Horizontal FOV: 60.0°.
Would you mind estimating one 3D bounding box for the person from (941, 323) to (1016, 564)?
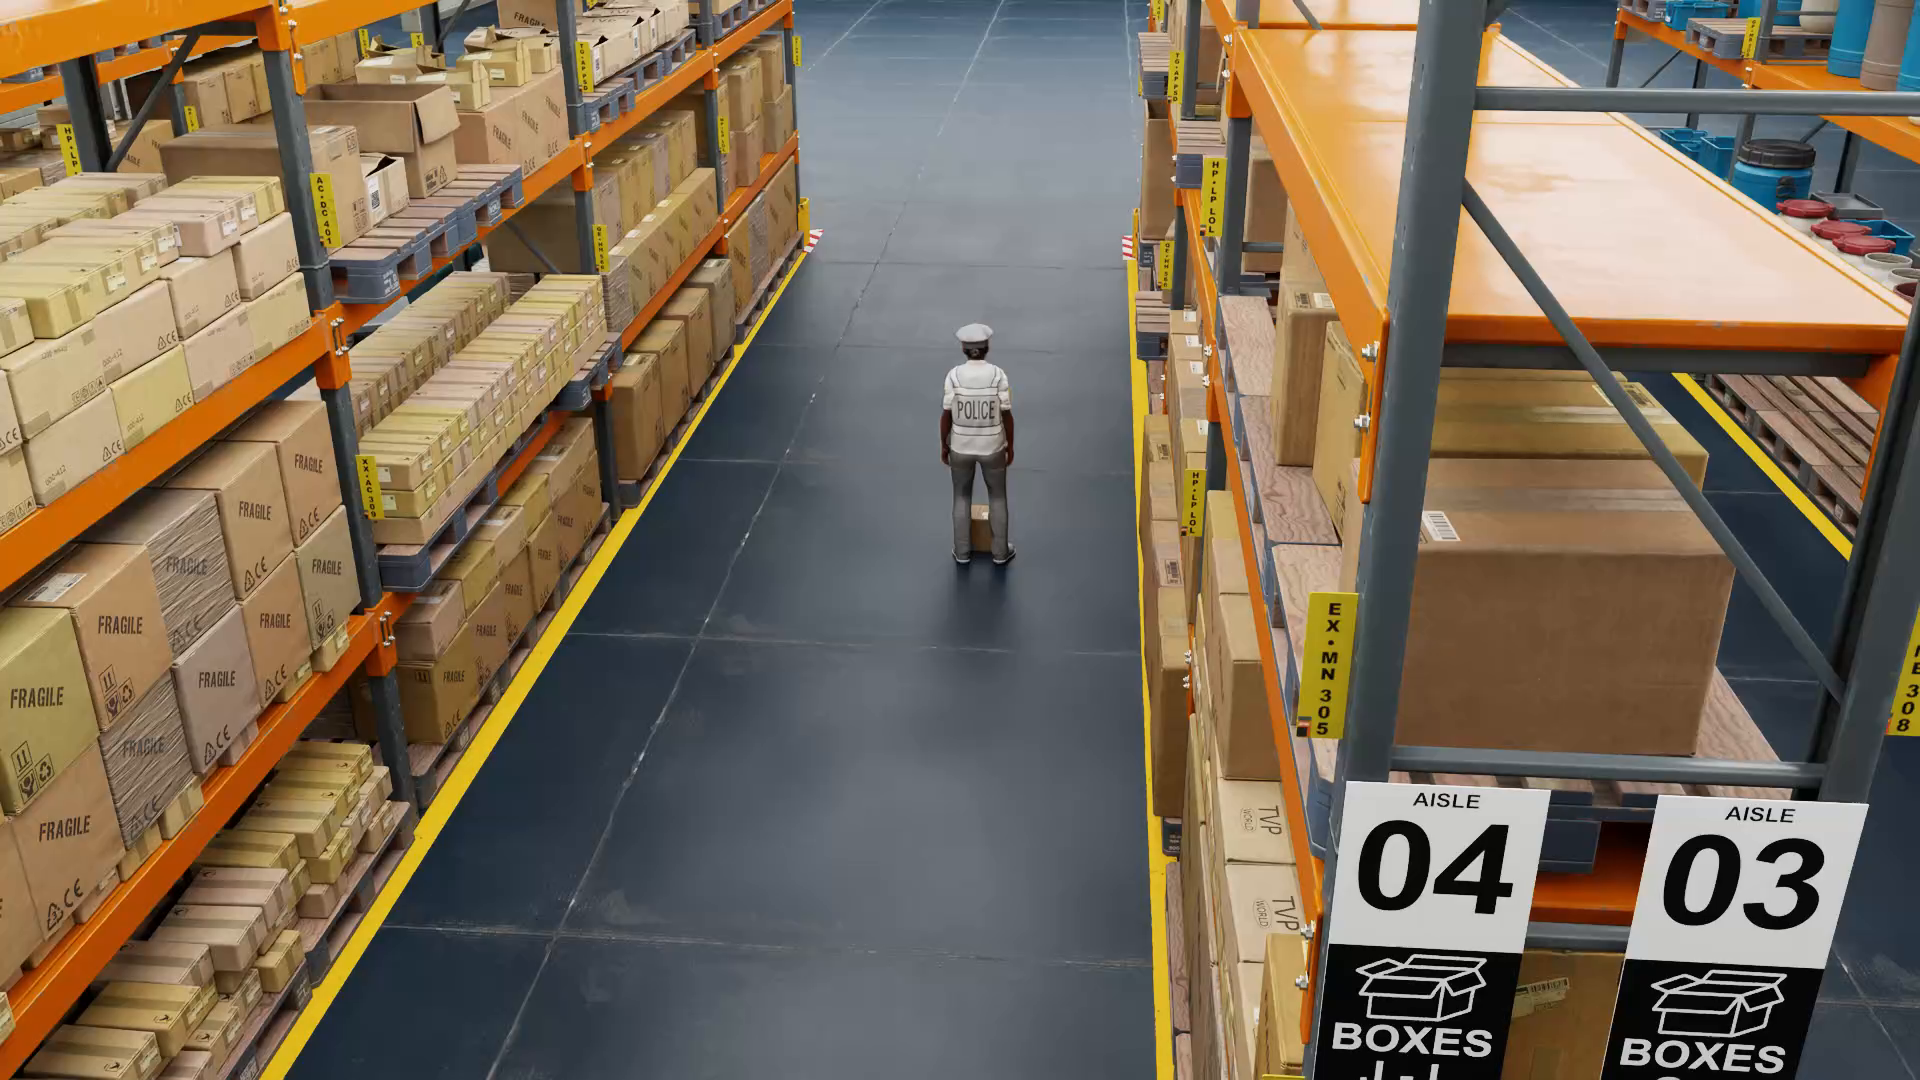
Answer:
[{"bbox_3d":[0.129,-0.628,11.359,0.519,1.658,0.399,1,25,3],"label":"person"}]
